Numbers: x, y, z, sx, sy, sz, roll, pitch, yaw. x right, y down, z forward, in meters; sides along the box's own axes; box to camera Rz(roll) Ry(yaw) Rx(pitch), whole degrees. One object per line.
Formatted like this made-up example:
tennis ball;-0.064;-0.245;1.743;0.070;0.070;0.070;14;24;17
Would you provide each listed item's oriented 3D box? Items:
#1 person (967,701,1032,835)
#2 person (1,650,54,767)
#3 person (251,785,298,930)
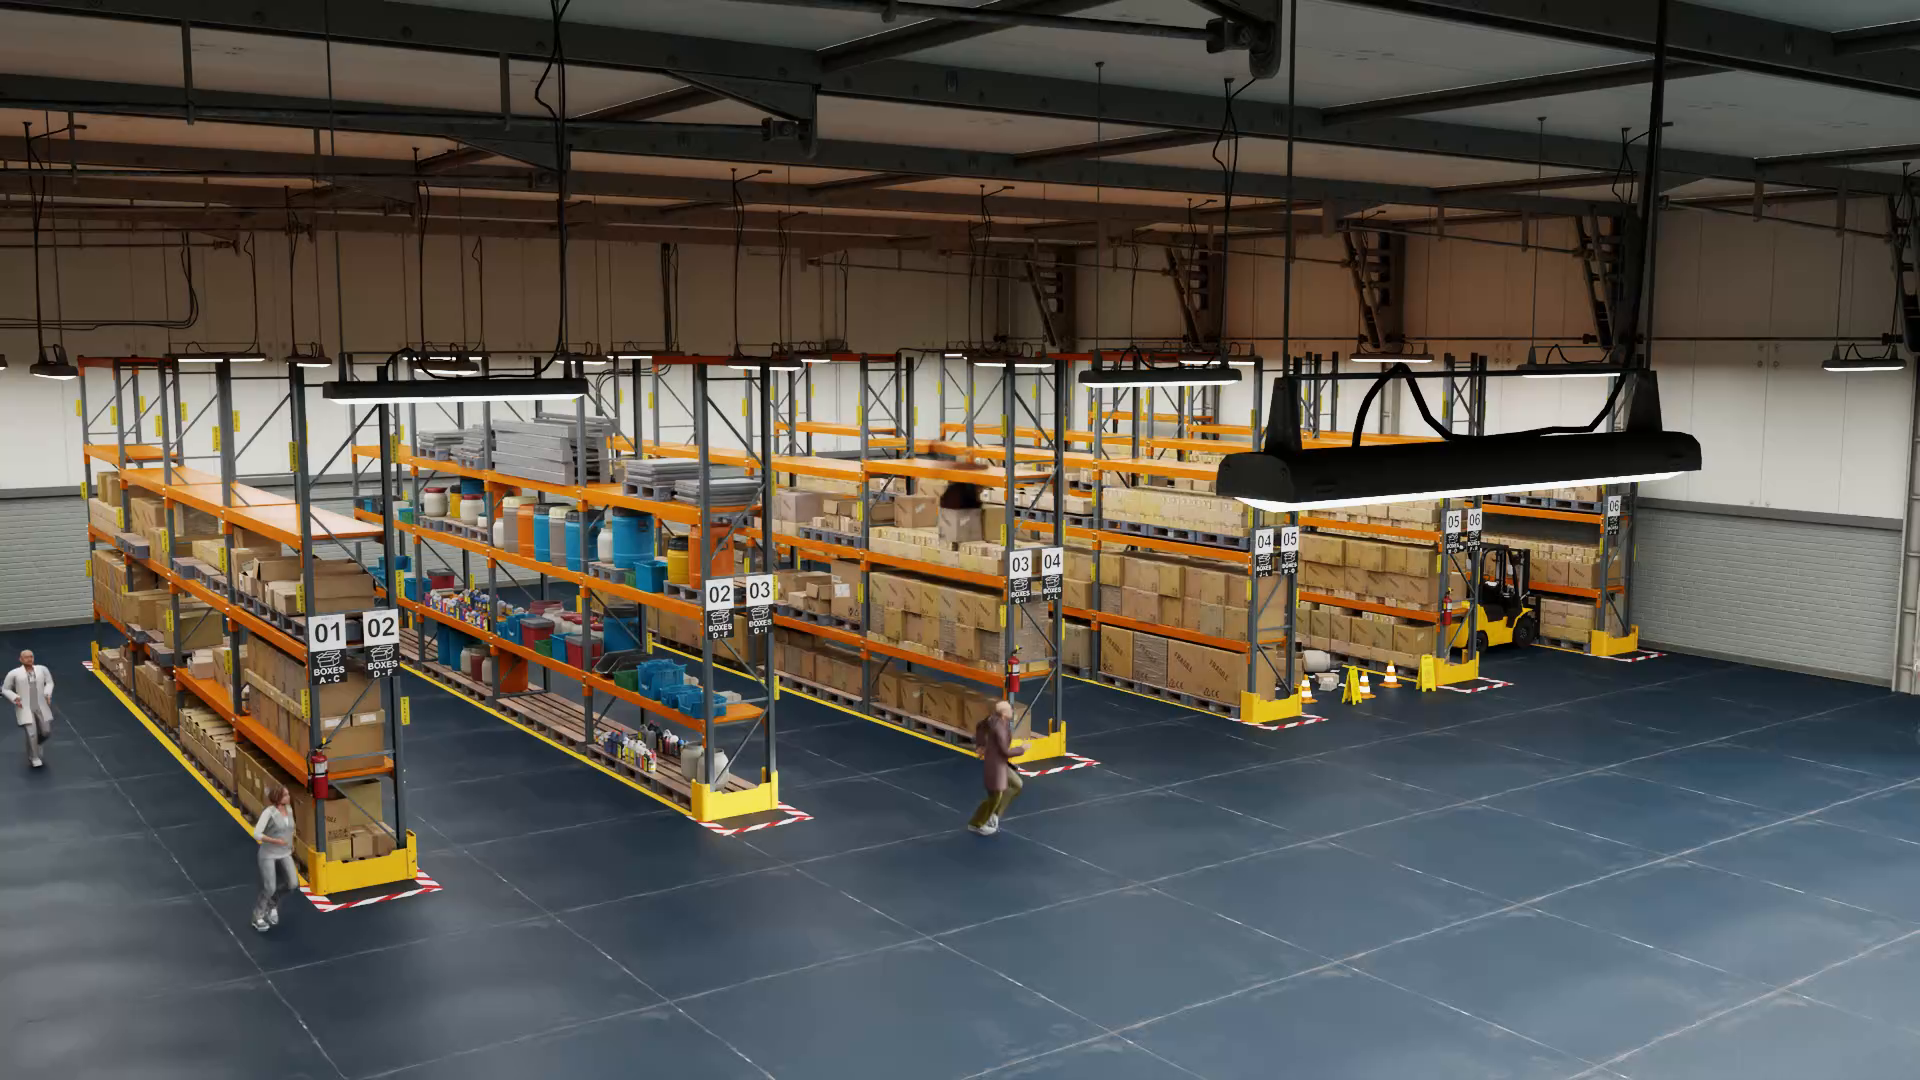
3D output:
person;0.504;2.893;21.188;0.822;1.731;0.760;-1;7;-5
person;-13.795;2.484;24.680;0.707;1.724;0.668;-7;10;-44
person;-7.319;3.401;17.919;0.539;1.535;0.543;4;8;32
